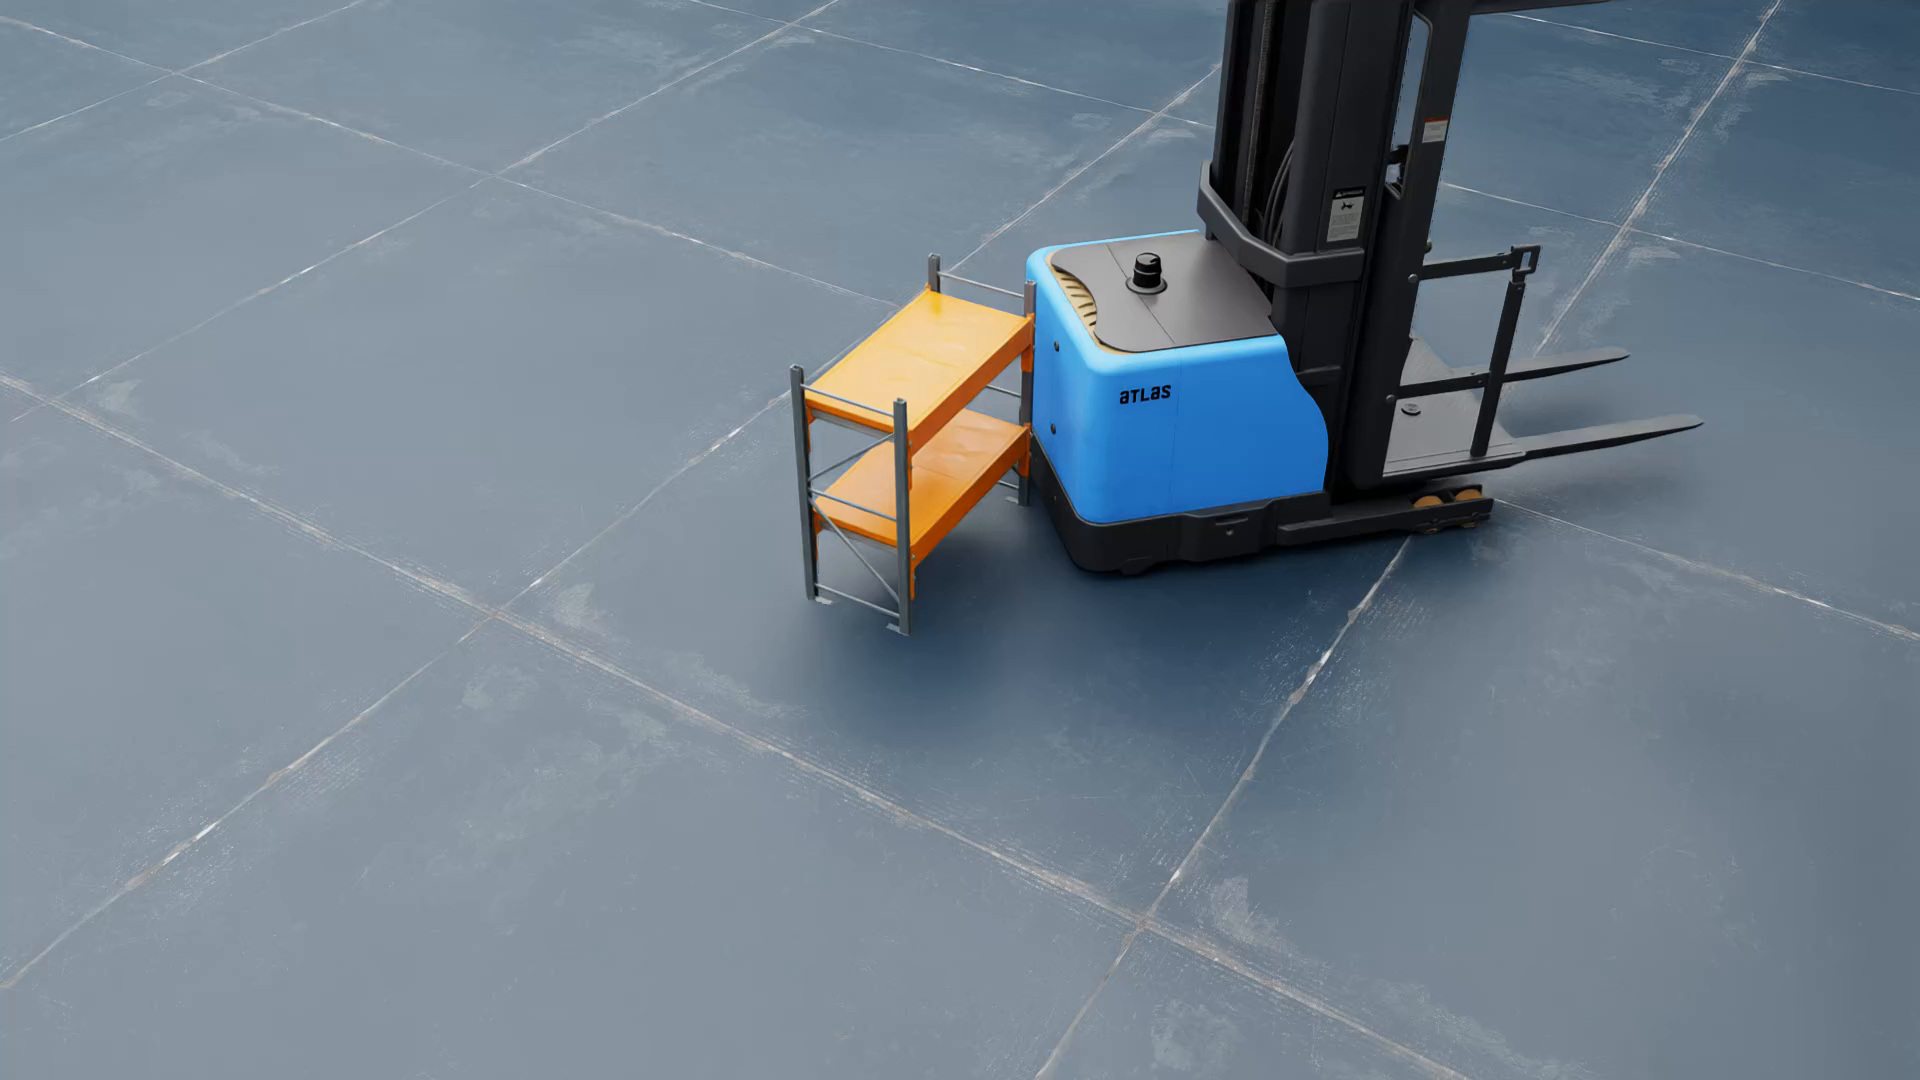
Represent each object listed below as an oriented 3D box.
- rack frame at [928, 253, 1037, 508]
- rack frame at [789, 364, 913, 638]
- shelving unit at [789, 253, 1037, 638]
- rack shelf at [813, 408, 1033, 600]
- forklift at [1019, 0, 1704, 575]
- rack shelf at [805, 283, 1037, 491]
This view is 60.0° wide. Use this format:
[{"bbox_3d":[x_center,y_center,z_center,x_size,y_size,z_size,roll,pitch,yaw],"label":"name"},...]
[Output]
[{"bbox_3d":[0.089,-0.673,7.201,0.500,1.125,0.032,19,42,23],"label":"rack frame"},{"bbox_3d":[-0.417,-0.134,6.503,0.500,1.125,0.032,19,42,23],"label":"rack frame"},{"bbox_3d":[-0.164,-0.403,6.852,0.538,1.125,1.048,19,42,23],"label":"shelving unit"},{"bbox_3d":[-0.164,-0.210,7.001,0.538,0.278,1.000,19,42,23],"label":"rack shelf"},{"bbox_3d":[1.844,-1.493,6.786,3.031,2.935,1.130,-9,38,-11],"label":"forklift"},{"bbox_3d":[-0.164,-0.635,6.673,0.538,0.278,1.000,19,42,23],"label":"rack shelf"}]
